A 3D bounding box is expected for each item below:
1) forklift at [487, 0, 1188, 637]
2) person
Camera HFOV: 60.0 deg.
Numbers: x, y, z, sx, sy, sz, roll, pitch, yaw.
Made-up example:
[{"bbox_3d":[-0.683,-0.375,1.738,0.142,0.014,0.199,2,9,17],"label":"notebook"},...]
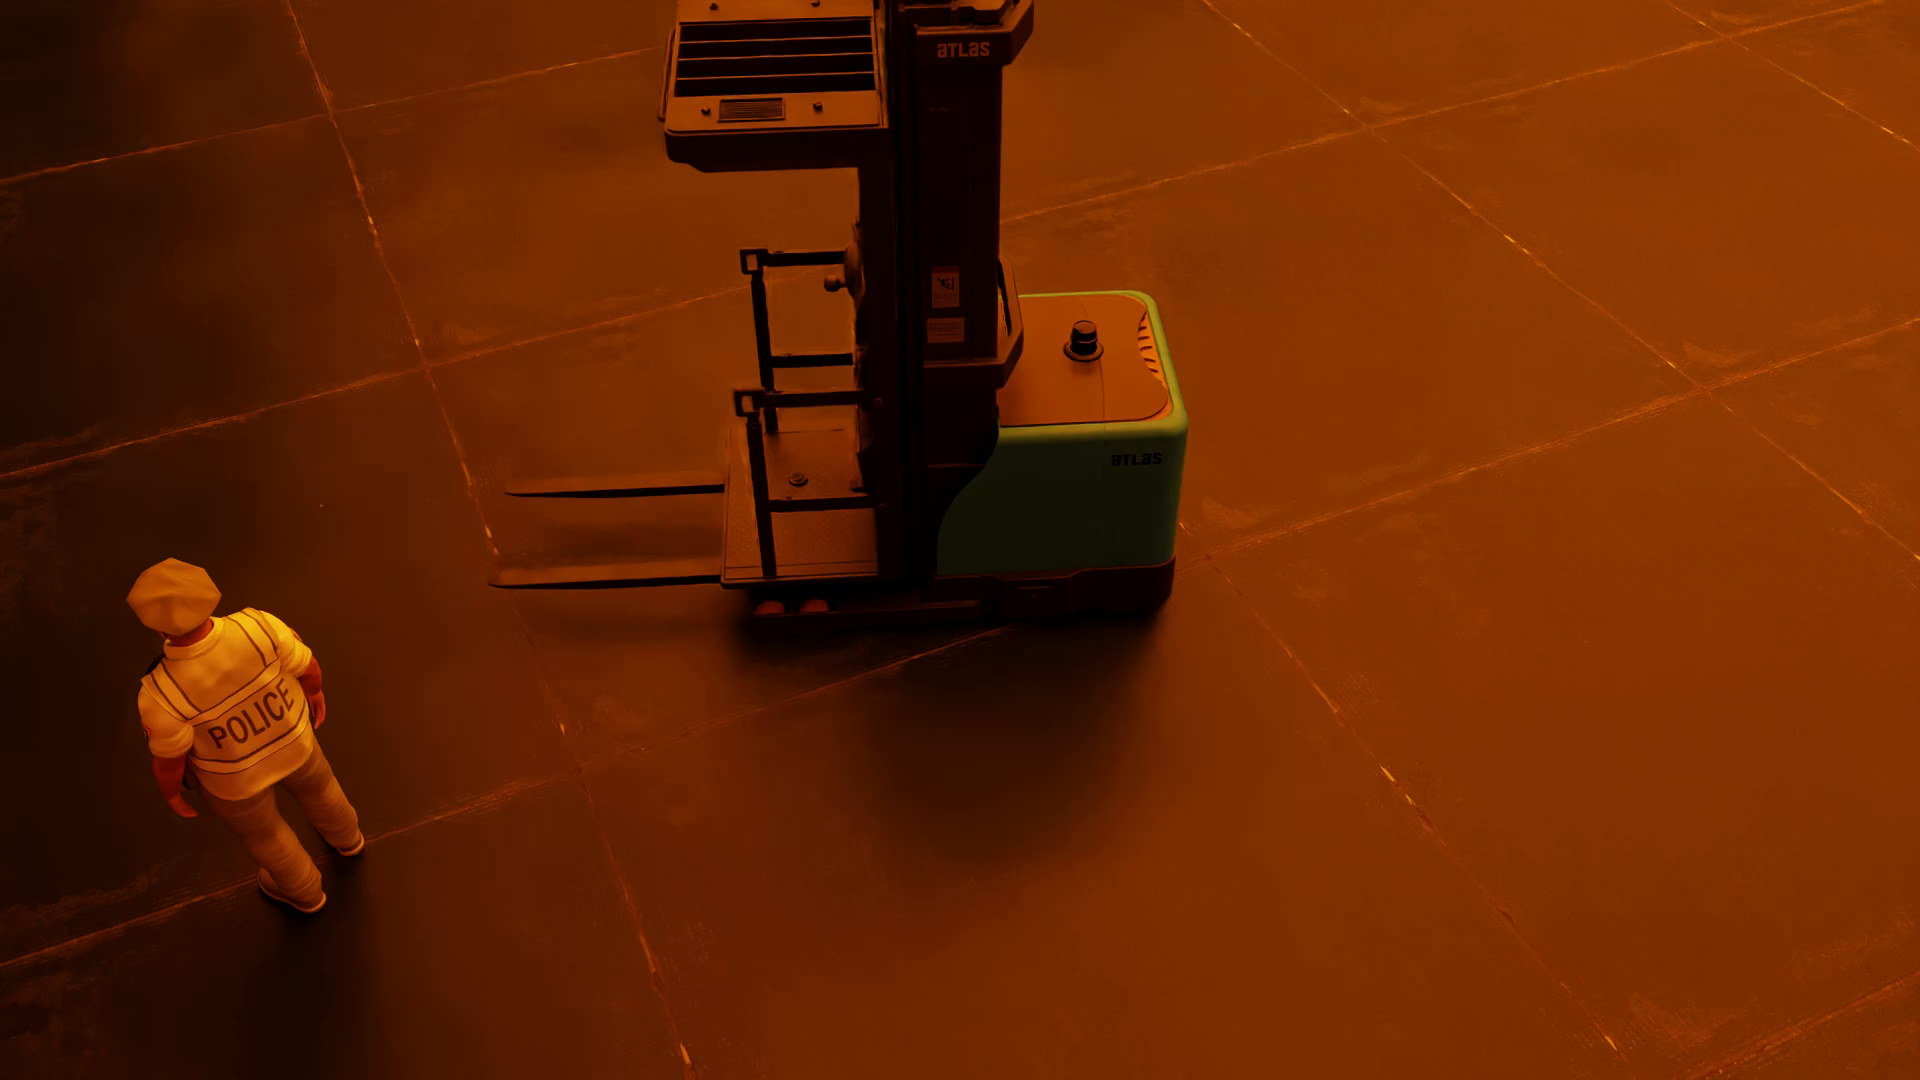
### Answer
[{"bbox_3d":[-0.590,-1.016,6.768,3.031,2.935,1.130,-3,43,-3],"label":"forklift"},{"bbox_3d":[-2.515,0.675,5.788,0.576,1.781,0.638,31,51,29],"label":"person"}]
